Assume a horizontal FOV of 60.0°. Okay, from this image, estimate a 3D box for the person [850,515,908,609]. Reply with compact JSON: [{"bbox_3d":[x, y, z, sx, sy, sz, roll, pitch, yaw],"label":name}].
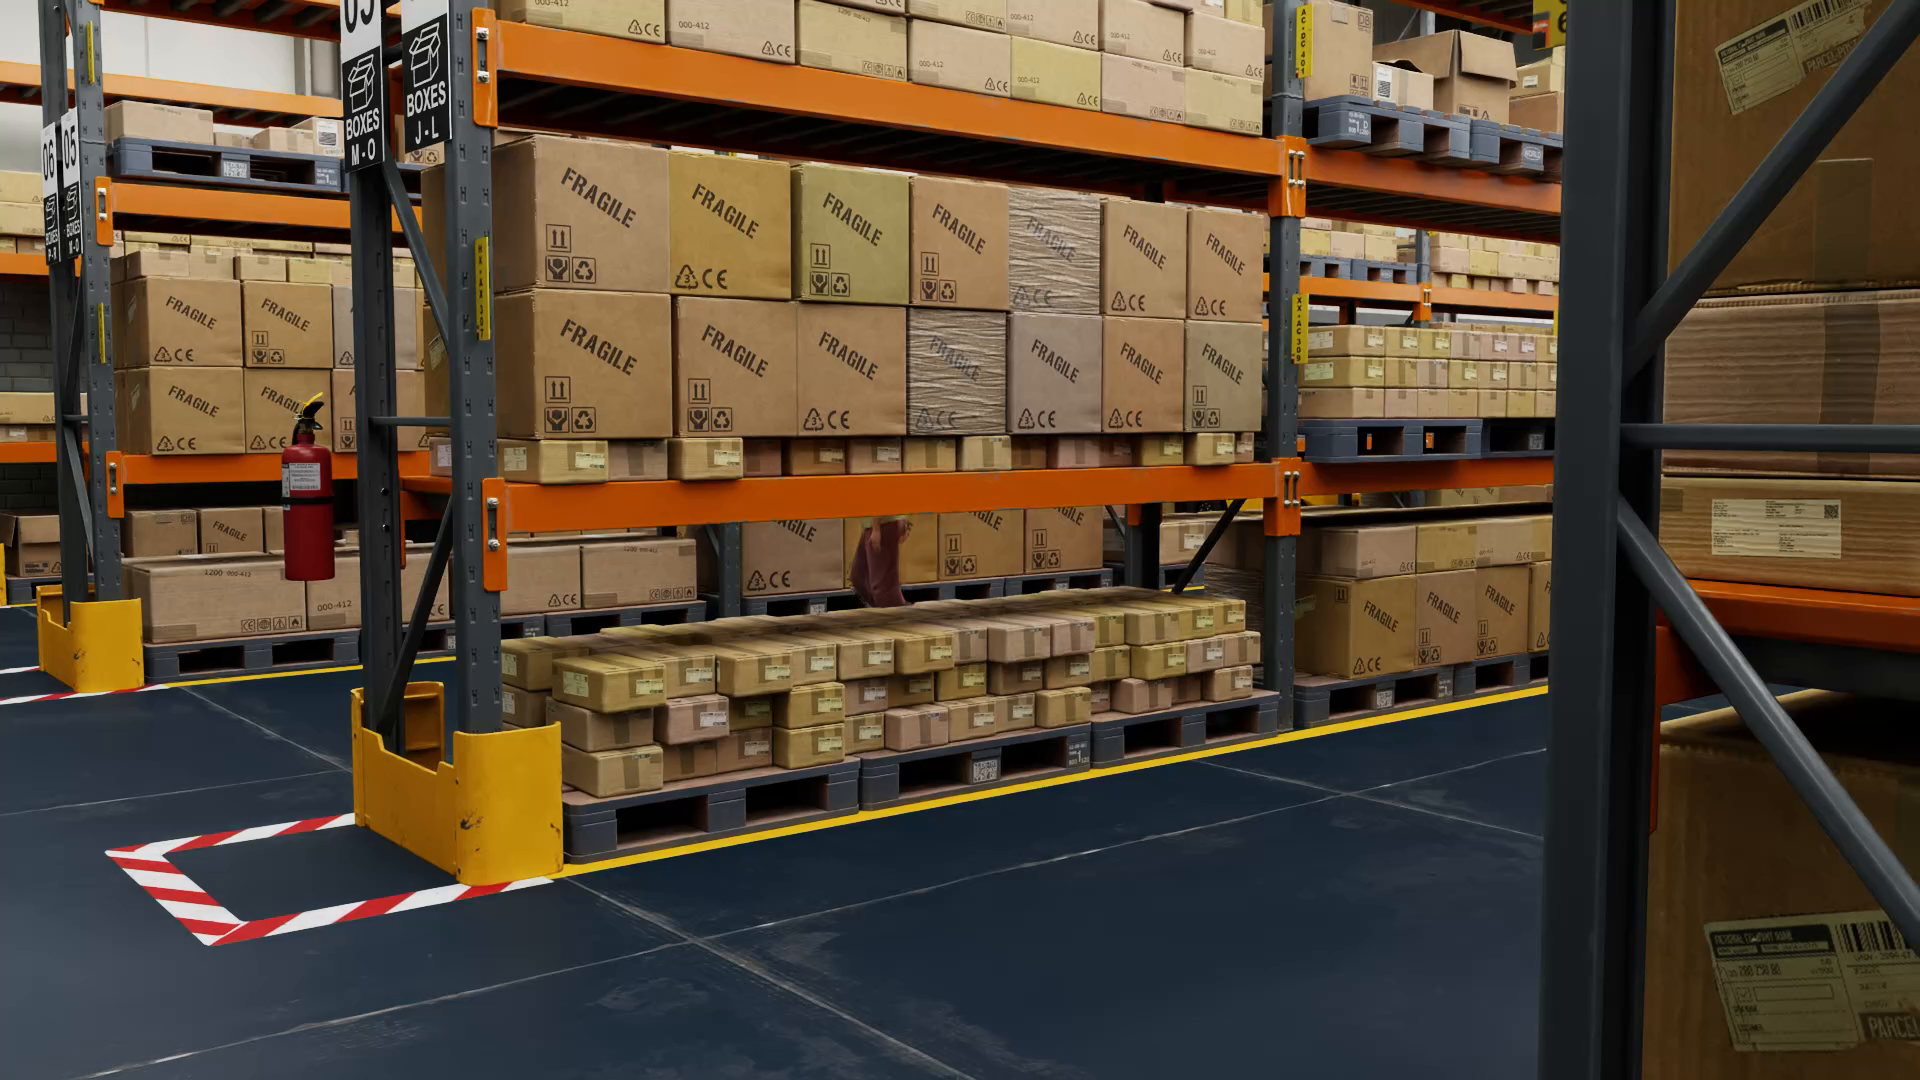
[{"bbox_3d":[-0.459,-0.068,9.976,0.465,1.660,0.496,1,4,7],"label":"person"}]
